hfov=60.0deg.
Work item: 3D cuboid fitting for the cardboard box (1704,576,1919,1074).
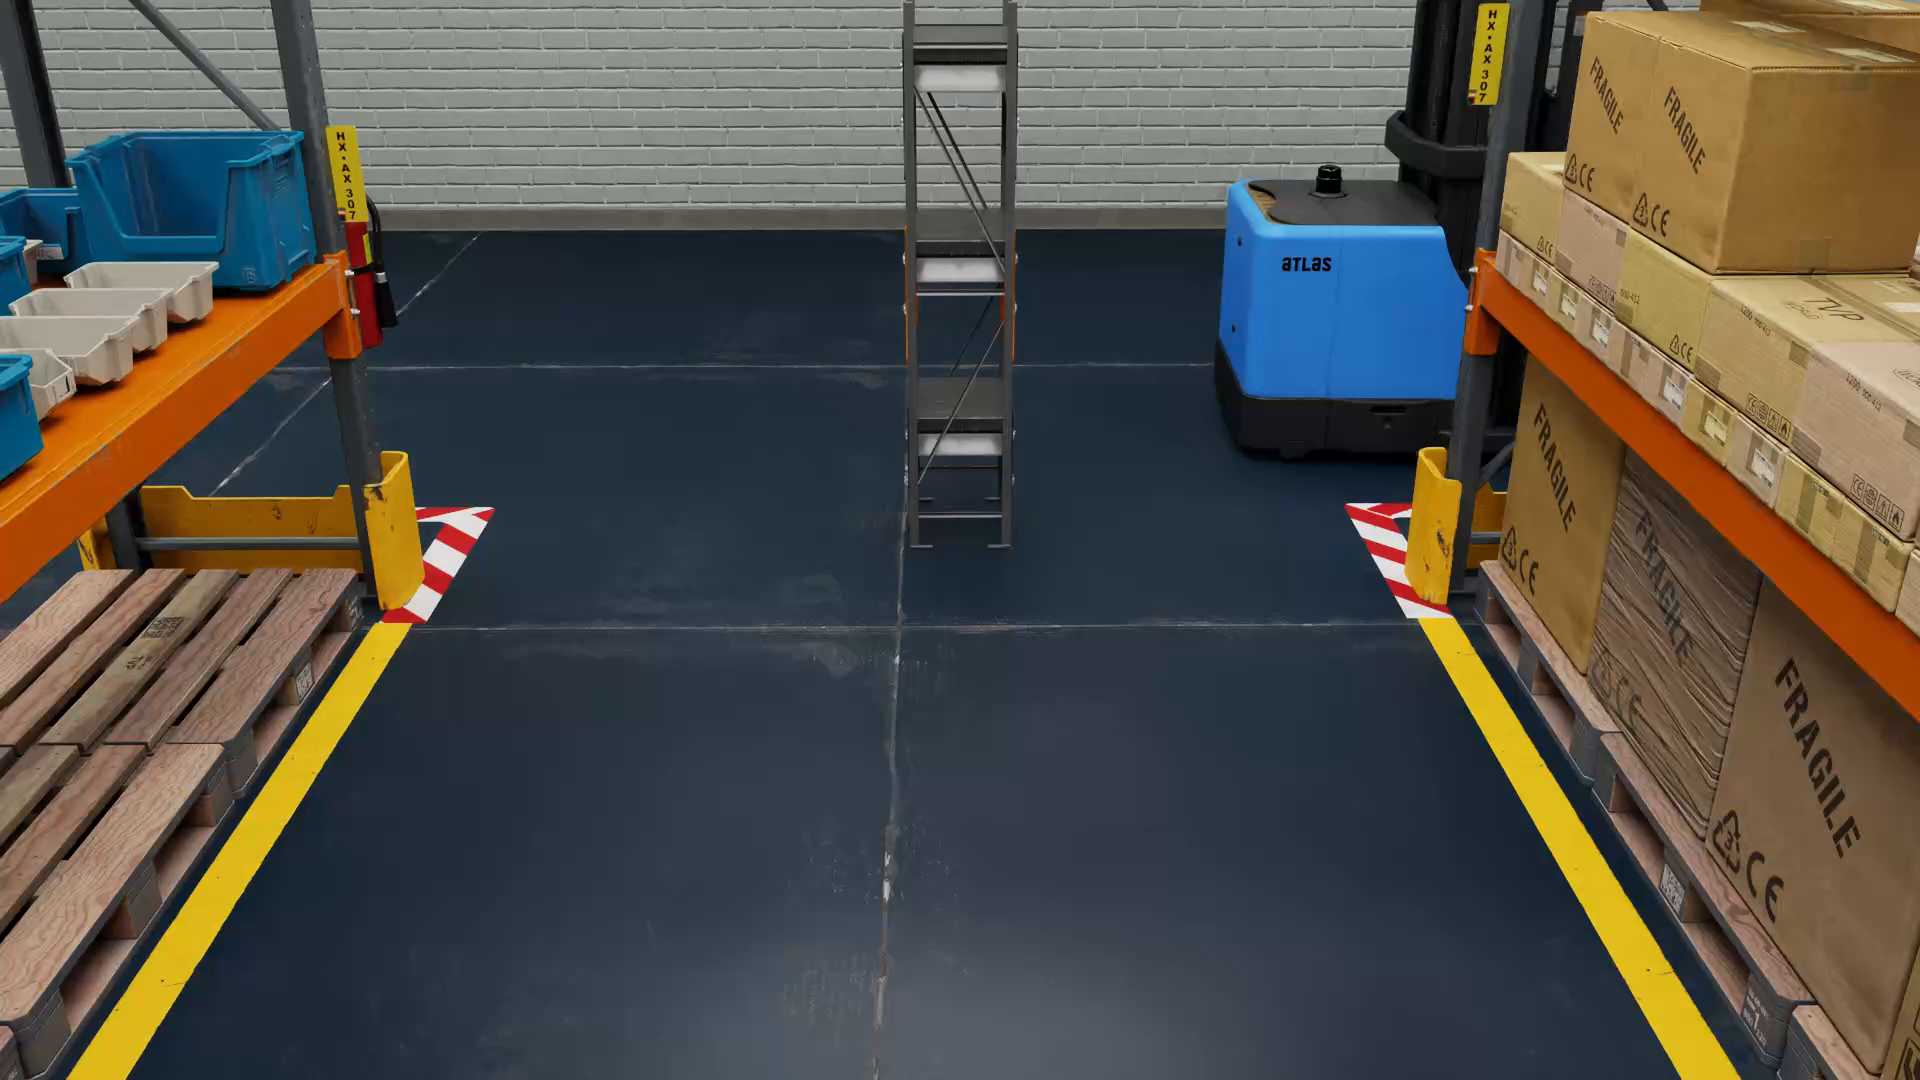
[{"bbox_3d":[2.420,0.596,3.861,0.875,0.875,0.875,0,24,-1],"label":"cardboard box"}]

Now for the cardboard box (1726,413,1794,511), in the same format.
[{"bbox_3d":[2.011,-0.182,3.817,0.380,0.149,0.250,0,24,0],"label":"cardboard box"}]

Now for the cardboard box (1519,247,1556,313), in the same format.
[{"bbox_3d":[1.992,-0.818,5.223,0.380,0.149,0.250,-1,24,-1],"label":"cardboard box"}]

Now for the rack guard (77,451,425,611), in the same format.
[{"bbox_3d":[-2.652,-0.035,6.220,1.175,0.500,0.348,0,24,-1],"label":"rack guard"}]

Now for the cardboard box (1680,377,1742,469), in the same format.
[{"bbox_3d":[2.006,-0.290,4.056,0.380,0.149,0.250,-1,24,-2],"label":"cardboard box"}]

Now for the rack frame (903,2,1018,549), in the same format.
[{"bbox_3d":[0.001,-0.924,6.246,0.400,2.100,0.015,0,24,-1],"label":"rack frame"}]

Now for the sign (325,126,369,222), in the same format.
[{"bbox_3d":[-2.089,-1.247,5.669,0.100,0.325,0.005,0,24,-1],"label":"sign"}]

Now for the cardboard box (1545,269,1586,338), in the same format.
[{"bbox_3d":[1.995,-0.712,4.990,0.380,0.149,0.250,-1,24,-2],"label":"cardboard box"}]

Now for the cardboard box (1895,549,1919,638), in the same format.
[{"bbox_3d":[2.018,0.135,3.117,0.380,0.149,0.250,0,24,0],"label":"cardboard box"}]

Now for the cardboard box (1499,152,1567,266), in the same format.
[{"bbox_3d":[2.049,-1.054,5.262,0.500,0.250,0.500,-1,24,-2],"label":"cardboard box"}]

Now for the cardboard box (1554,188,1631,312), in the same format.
[{"bbox_3d":[2.061,-0.840,4.788,0.500,0.250,0.500,-1,24,-1],"label":"cardboard box"}]

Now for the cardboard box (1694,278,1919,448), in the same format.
[{"bbox_3d":[2.074,-0.418,3.855,0.500,0.250,0.500,-1,24,-2],"label":"cardboard box"}]

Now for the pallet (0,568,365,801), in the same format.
[{"bbox_3d":[-2.669,0.447,5.506,1.003,0.211,1.213,0,24,-1],"label":"pallet"}]

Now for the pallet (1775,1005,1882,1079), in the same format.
[{"bbox_3d":[2.427,1.419,3.356,1.003,0.211,1.213,0,24,-1],"label":"pallet"}]

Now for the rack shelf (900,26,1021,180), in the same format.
[{"bbox_3d":[-0.002,-1.650,6.185,0.431,0.518,0.480,0,24,-1],"label":"rack shelf"}]

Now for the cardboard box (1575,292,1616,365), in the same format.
[{"bbox_3d":[1.999,-0.605,4.752,0.380,0.149,0.250,-1,24,-1],"label":"cardboard box"}]

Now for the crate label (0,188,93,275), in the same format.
[{"bbox_3d":[-2.965,-1.011,5.477,0.416,0.233,0.303,0,24,-1],"label":"crate label"}]

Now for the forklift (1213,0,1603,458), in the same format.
[{"bbox_3d":[2.780,-1.886,7.362,3.031,2.935,1.130,0,24,1],"label":"forklift"}]

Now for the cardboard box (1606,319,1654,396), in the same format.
[{"bbox_3d":[2.001,-0.500,4.521,0.380,0.149,0.250,-1,24,-2],"label":"cardboard box"}]

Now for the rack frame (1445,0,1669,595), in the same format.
[{"bbox_3d":[2.314,-1.186,5.732,1.000,3.000,0.127,0,24,-1],"label":"rack frame"}]

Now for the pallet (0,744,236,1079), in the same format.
[{"bbox_3d":[-2.658,0.948,4.397,1.003,0.211,1.213,0,24,-1],"label":"pallet"}]

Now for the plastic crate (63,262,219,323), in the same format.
[{"bbox_3d":[-2.449,-0.736,4.984,0.396,0.136,0.243,0,24,-1],"label":"plastic crate"}]

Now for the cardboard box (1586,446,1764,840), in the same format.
[{"bbox_3d":[2.411,0.229,4.672,0.875,0.875,0.875,0,24,-1],"label":"cardboard box"}]

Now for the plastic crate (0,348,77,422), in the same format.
[{"bbox_3d":[-2.411,-0.380,4.196,0.298,0.136,0.250,0,24,-1],"label":"plastic crate"}]

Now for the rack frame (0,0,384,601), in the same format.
[{"bbox_3d":[-2.639,-1.164,5.683,1.000,3.000,0.127,0,24,-1],"label":"rack frame"}]

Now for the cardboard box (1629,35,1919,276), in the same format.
[{"bbox_3d":[2.066,-0.976,4.180,0.500,0.500,0.500,-1,24,-2],"label":"cardboard box"}]

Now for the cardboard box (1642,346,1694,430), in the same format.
[{"bbox_3d":[2.004,-0.394,4.286,0.380,0.149,0.250,-1,24,-1],"label":"cardboard box"}]

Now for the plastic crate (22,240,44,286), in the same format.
[{"bbox_3d":[-3.045,-0.835,5.204,0.250,0.136,0.298,0,24,-1],"label":"plastic crate"}]

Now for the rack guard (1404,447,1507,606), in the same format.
[{"bbox_3d":[2.314,-0.057,6.269,1.175,0.500,0.348,0,24,-1],"label":"rack guard"}]

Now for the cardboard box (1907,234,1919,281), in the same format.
[{"bbox_3d":[2.595,-0.636,4.337,0.500,0.250,0.500,-1,24,-2],"label":"cardboard box"}]

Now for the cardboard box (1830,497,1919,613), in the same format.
[{"bbox_3d":[2.015,0.029,3.352,0.380,0.149,0.250,0,24,0],"label":"cardboard box"}]

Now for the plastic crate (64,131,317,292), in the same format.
[{"bbox_3d":[-2.448,-1.070,5.360,0.616,0.435,0.499,0,24,-1],"label":"plastic crate"}]

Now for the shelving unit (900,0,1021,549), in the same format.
[{"bbox_3d":[-0.002,-1.025,6.468,0.431,2.100,0.503,0,24,-1],"label":"shelving unit"}]

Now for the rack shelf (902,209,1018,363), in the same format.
[{"bbox_3d":[-0.002,-1.012,6.474,0.431,0.518,0.480,0,24,-1],"label":"rack shelf"}]

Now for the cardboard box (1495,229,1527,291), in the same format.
[{"bbox_3d":[1.988,-0.924,5.457,0.380,0.149,0.250,0,24,0],"label":"cardboard box"}]

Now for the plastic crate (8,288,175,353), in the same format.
[{"bbox_3d":[-2.460,-0.616,4.719,0.396,0.136,0.243,0,24,-1],"label":"plastic crate"}]

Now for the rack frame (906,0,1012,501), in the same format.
[{"bbox_3d":[-0.004,-1.125,6.690,0.400,2.100,0.015,0,24,-1],"label":"rack frame"}]

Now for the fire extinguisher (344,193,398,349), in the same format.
[{"bbox_3d":[-2.186,-1.023,5.918,0.296,0.674,0.183,0,24,-1],"label":"fire extinguisher"}]

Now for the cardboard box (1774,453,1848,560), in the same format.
[{"bbox_3d":[2.012,-0.077,3.585,0.380,0.149,0.250,-1,24,-1],"label":"cardboard box"}]

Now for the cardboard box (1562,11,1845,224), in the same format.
[{"bbox_3d":[2.055,-1.190,4.652,0.500,0.500,0.500,-1,24,-2],"label":"cardboard box"}]

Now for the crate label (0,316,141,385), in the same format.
[{"bbox_3d":[-2.433,-0.501,4.466,0.396,0.136,0.243,0,24,-1],"label":"crate label"}]

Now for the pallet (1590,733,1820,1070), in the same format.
[{"bbox_3d":[2.411,0.915,4.470,1.003,0.211,1.213,0,24,-1],"label":"pallet"}]

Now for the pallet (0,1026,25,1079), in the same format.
[{"bbox_3d":[-2.642,1.452,3.283,1.003,0.211,1.213,0,24,-1],"label":"pallet"}]

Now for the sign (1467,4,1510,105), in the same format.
[{"bbox_3d":[1.759,-1.616,5.537,0.100,0.325,0.005,0,24,-1],"label":"sign"}]

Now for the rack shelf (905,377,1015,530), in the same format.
[{"bbox_3d":[-0.002,-0.375,6.762,0.431,0.518,0.480,0,24,-1],"label":"rack shelf"}]

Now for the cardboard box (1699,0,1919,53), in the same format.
[{"bbox_3d":[2.582,-1.395,5.106,0.500,0.500,0.500,0,24,0],"label":"cardboard box"}]

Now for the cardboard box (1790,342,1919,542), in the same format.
[{"bbox_3d":[2.076,-0.209,3.393,0.500,0.250,0.500,0,24,1],"label":"cardboard box"}]

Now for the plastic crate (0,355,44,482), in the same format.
[{"bbox_3d":[-2.360,-0.270,3.836,0.416,0.233,0.300,0,24,-1],"label":"plastic crate"}]

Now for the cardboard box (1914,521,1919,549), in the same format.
[{"bbox_3d":[2.082,0.001,2.928,0.500,0.250,0.500,0,24,1],"label":"cardboard box"}]

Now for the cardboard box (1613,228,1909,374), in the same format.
[{"bbox_3d":[2.063,-0.633,4.330,0.500,0.250,0.500,-1,24,-2],"label":"cardboard box"}]

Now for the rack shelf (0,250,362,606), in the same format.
[{"bbox_3d":[-2.617,-0.012,4.009,1.077,0.370,4.000,0,24,-1],"label":"rack shelf"}]

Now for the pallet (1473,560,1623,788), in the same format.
[{"bbox_3d":[2.401,0.414,5.579,1.003,0.211,1.213,0,24,-1],"label":"pallet"}]

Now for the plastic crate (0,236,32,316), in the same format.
[{"bbox_3d":[-2.958,-0.740,4.877,0.416,0.233,0.300,0,24,-1],"label":"plastic crate"}]

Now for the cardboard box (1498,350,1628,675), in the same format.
[{"bbox_3d":[2.401,-0.146,5.501,0.875,0.875,0.875,0,24,-1],"label":"cardboard box"}]

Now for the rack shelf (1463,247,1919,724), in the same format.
[{"bbox_3d":[2.336,-0.034,4.058,1.077,0.370,4.000,0,24,-1],"label":"rack shelf"}]
